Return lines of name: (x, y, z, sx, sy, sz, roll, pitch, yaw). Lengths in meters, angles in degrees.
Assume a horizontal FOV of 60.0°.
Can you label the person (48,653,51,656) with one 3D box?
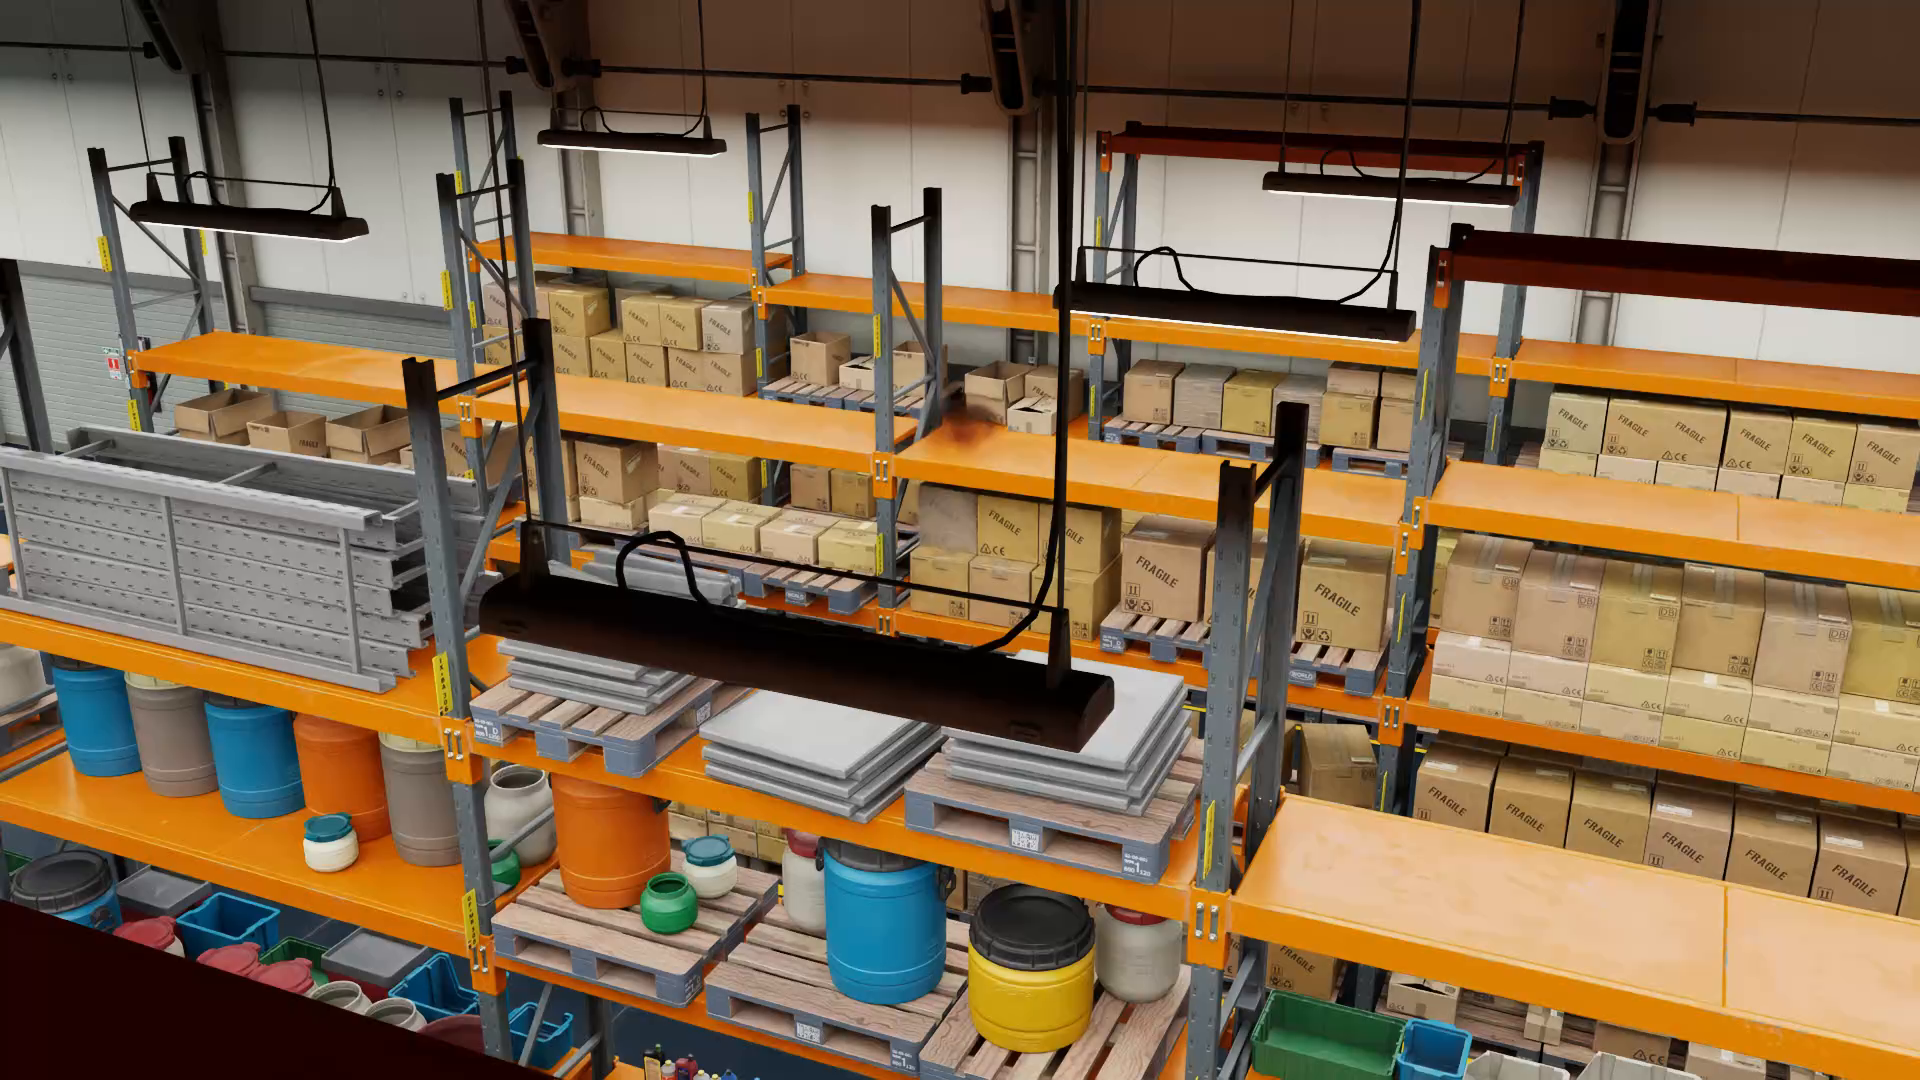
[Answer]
person: (-9.278, 1.017, 17.527, 0.654, 1.792, 0.406, -6, 21, -16)
